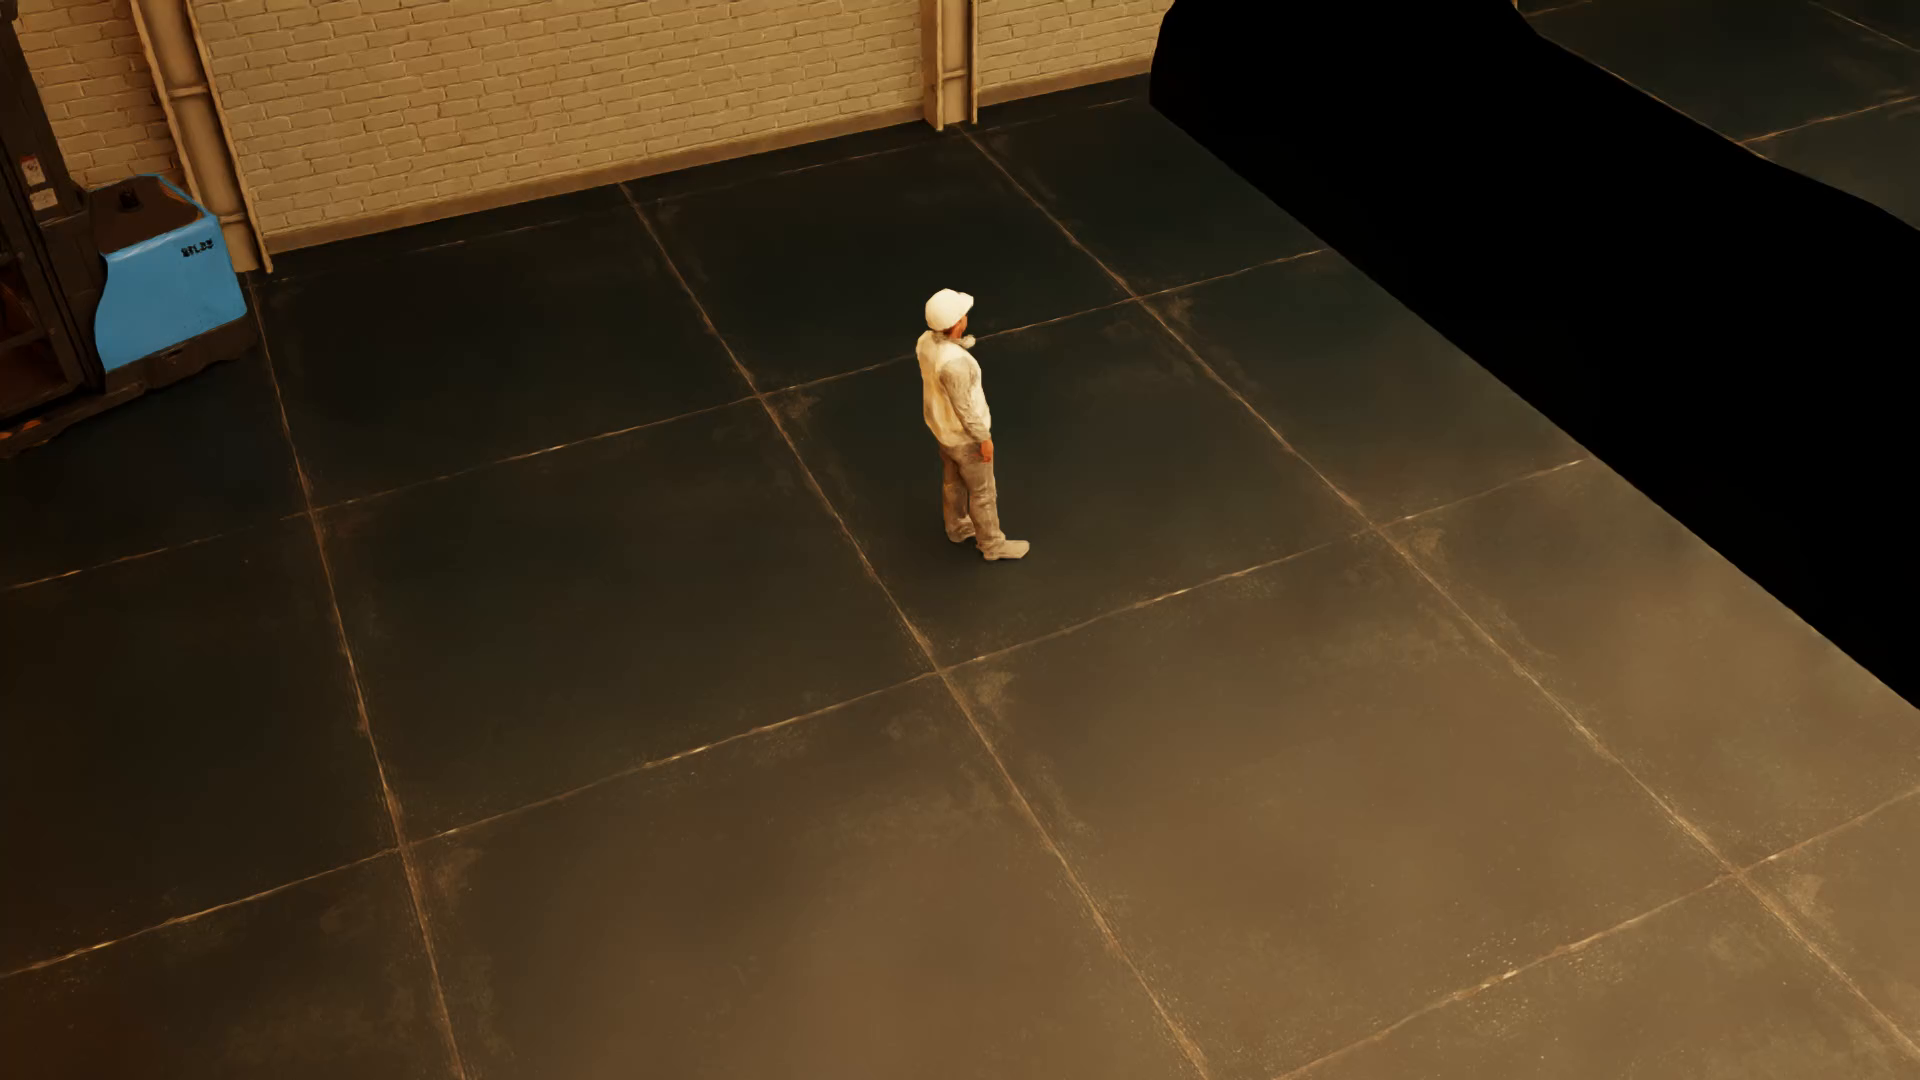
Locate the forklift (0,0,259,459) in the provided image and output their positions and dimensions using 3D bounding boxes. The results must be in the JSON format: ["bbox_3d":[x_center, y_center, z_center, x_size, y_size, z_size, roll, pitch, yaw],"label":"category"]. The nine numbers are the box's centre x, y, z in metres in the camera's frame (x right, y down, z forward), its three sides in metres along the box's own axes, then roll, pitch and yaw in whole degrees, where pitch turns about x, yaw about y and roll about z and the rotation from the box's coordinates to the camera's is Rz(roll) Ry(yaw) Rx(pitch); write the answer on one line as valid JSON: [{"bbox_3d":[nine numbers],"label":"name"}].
[{"bbox_3d":[-6.419,-2.041,10.462,1.130,2.935,3.031,33,50,33],"label":"forklift"}]

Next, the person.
[{"bbox_3d":[0.060,-0.699,9.745,0.567,1.773,0.632,-17,43,-19],"label":"person"}]
